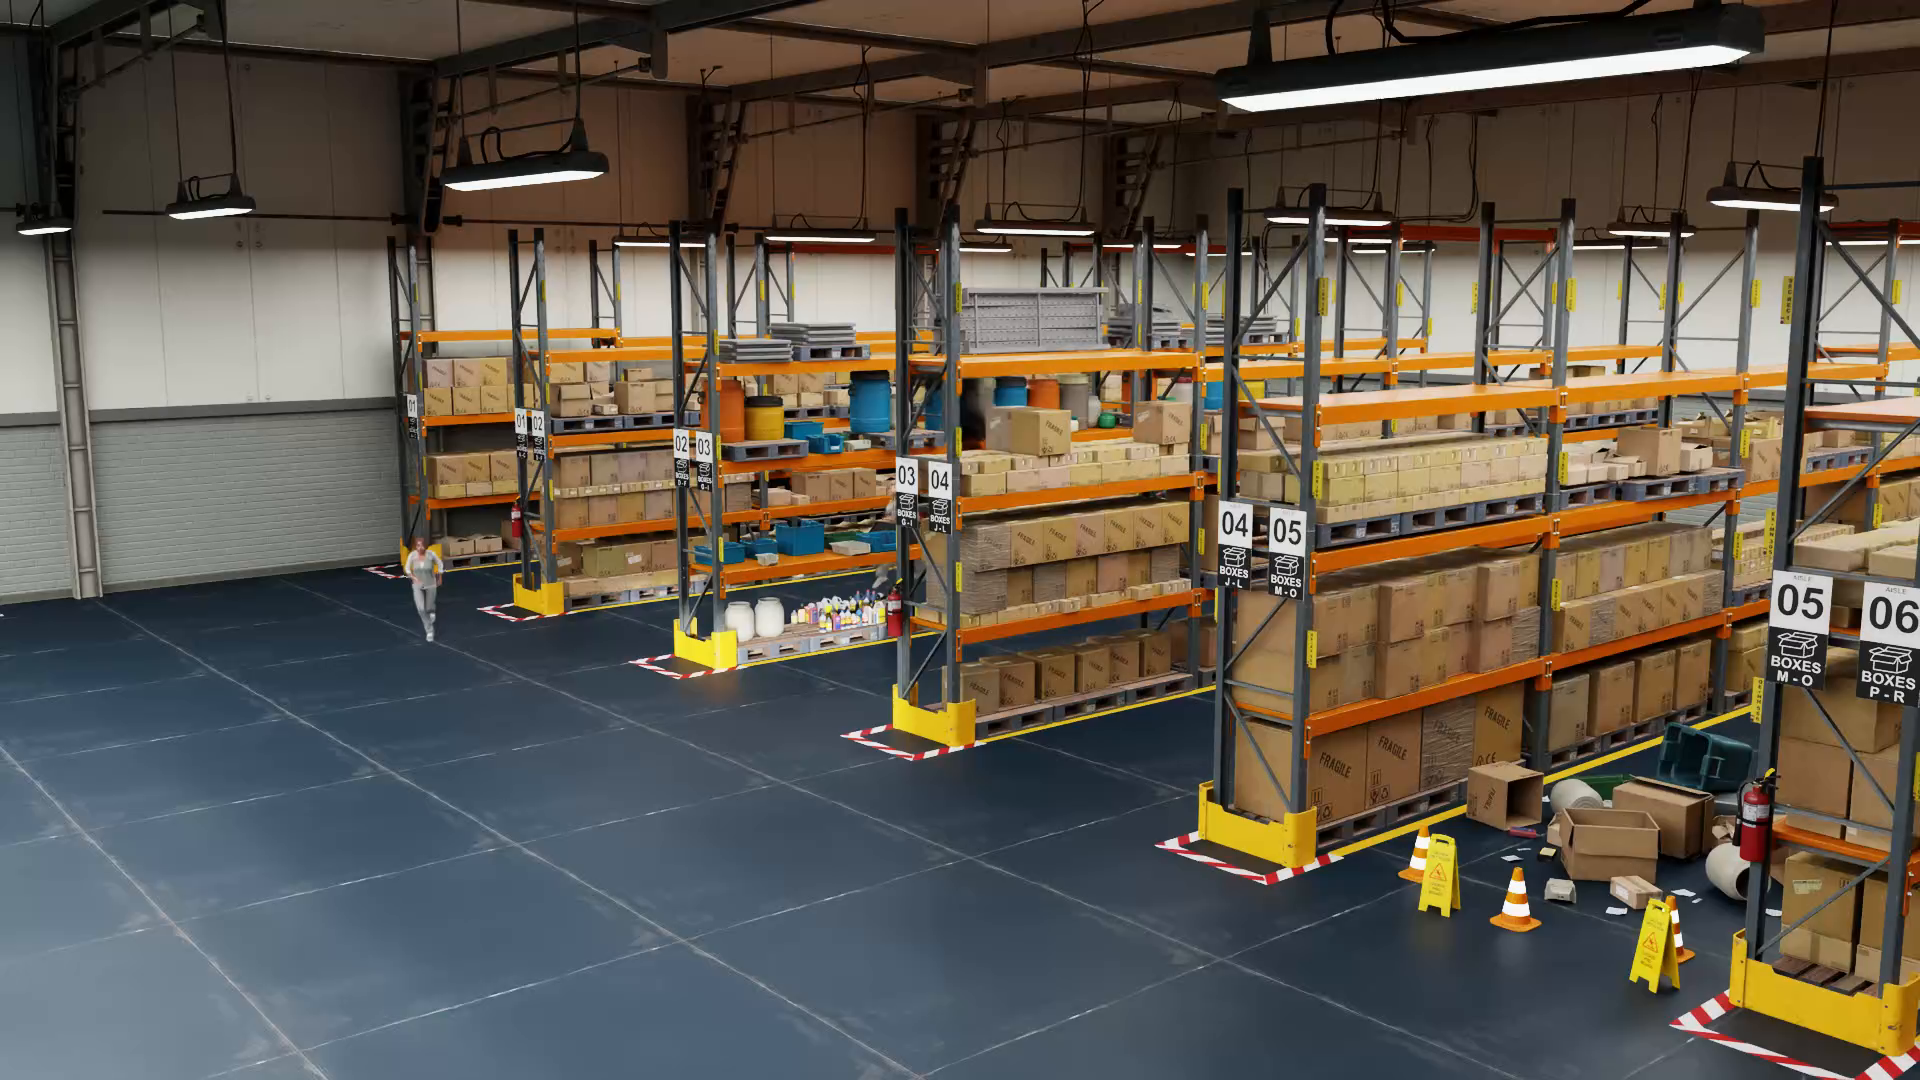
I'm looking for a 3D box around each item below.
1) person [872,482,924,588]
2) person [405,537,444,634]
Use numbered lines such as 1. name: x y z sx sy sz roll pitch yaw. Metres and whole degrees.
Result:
1. person: -0.948 -0.101 27.145 0.896 1.722 0.520 -7 11 -38
2. person: -7.814 0.659 24.281 0.521 1.461 0.637 -1 9 -8
